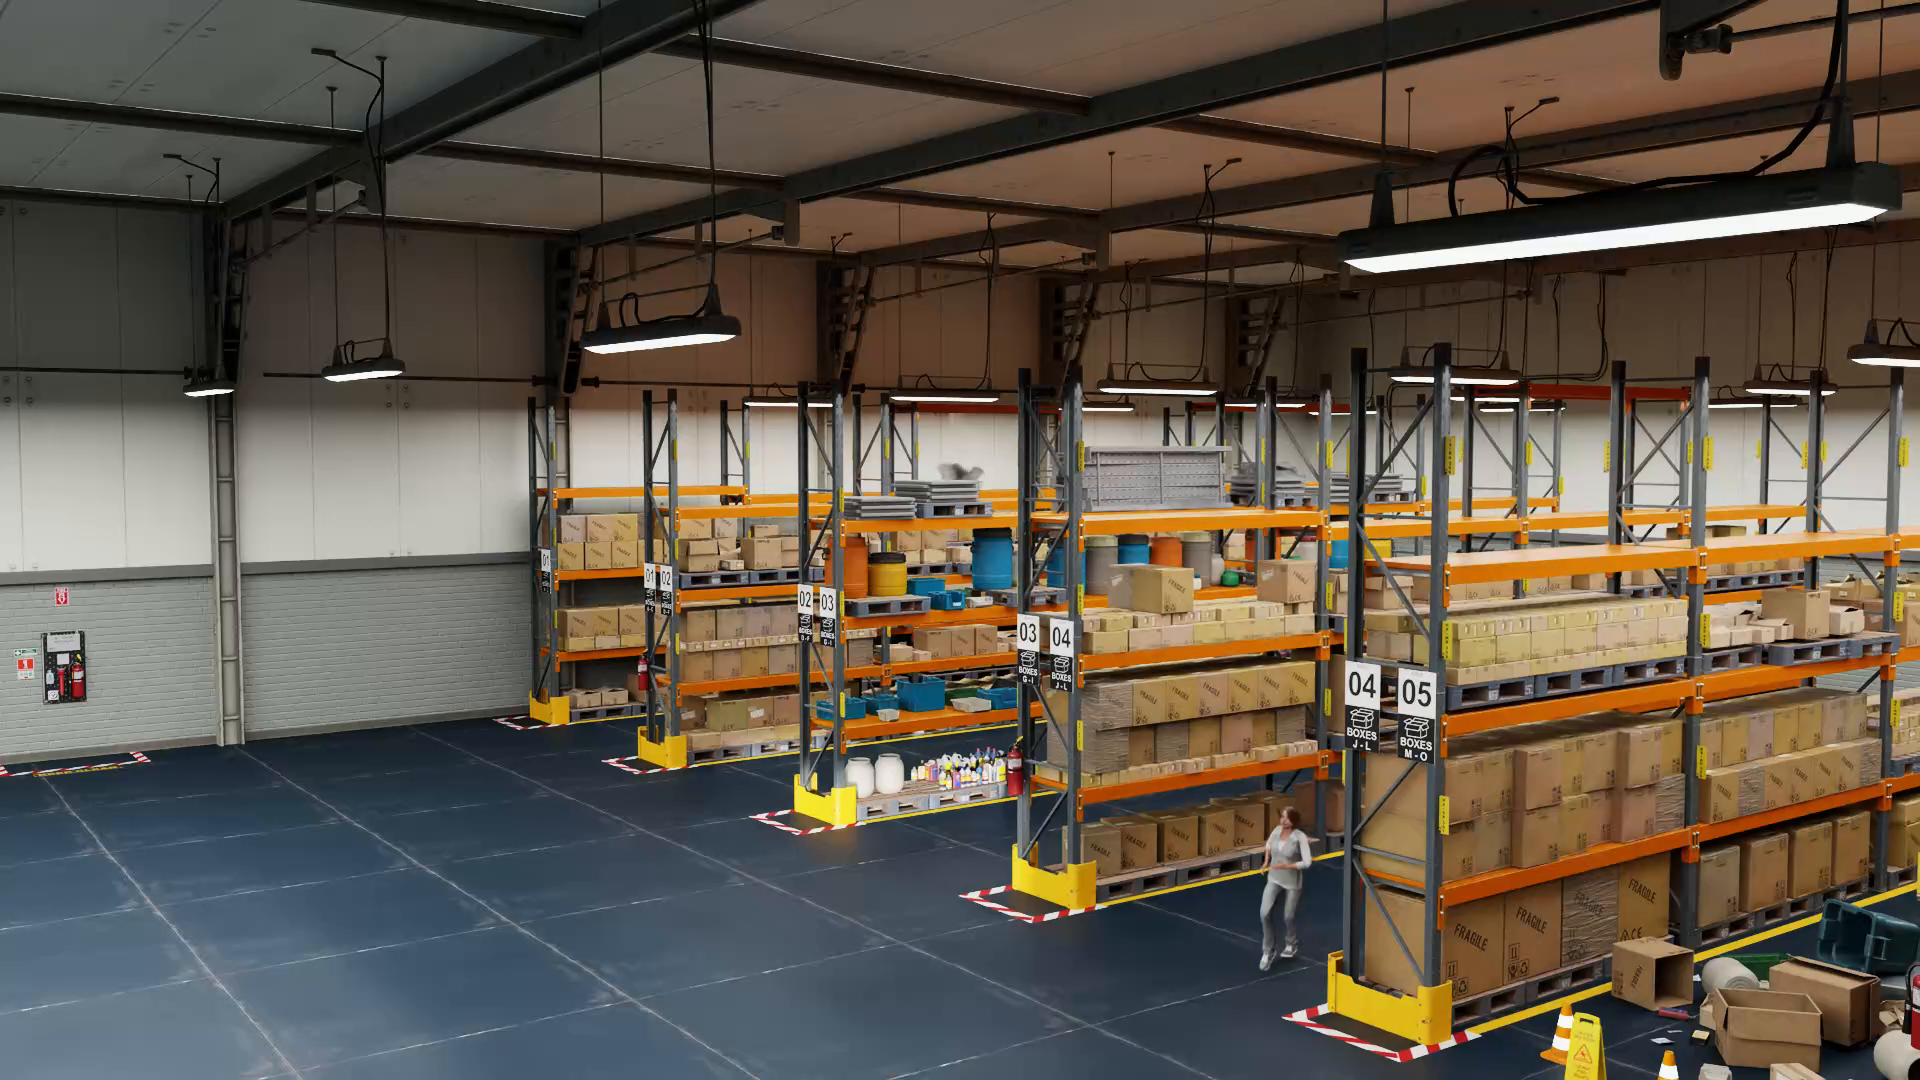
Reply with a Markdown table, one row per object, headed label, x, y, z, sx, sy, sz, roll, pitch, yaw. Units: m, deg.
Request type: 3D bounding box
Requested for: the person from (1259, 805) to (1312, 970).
| label | x | y | z | sx | sy | sz | roll | pitch | yaw |
| --- | --- | --- | --- | --- | --- | --- | --- | --- | --- |
| person | 3.216 | 3.408 | 16.353 | 0.540 | 1.627 | 0.645 | 2 | 4 | 30 |
